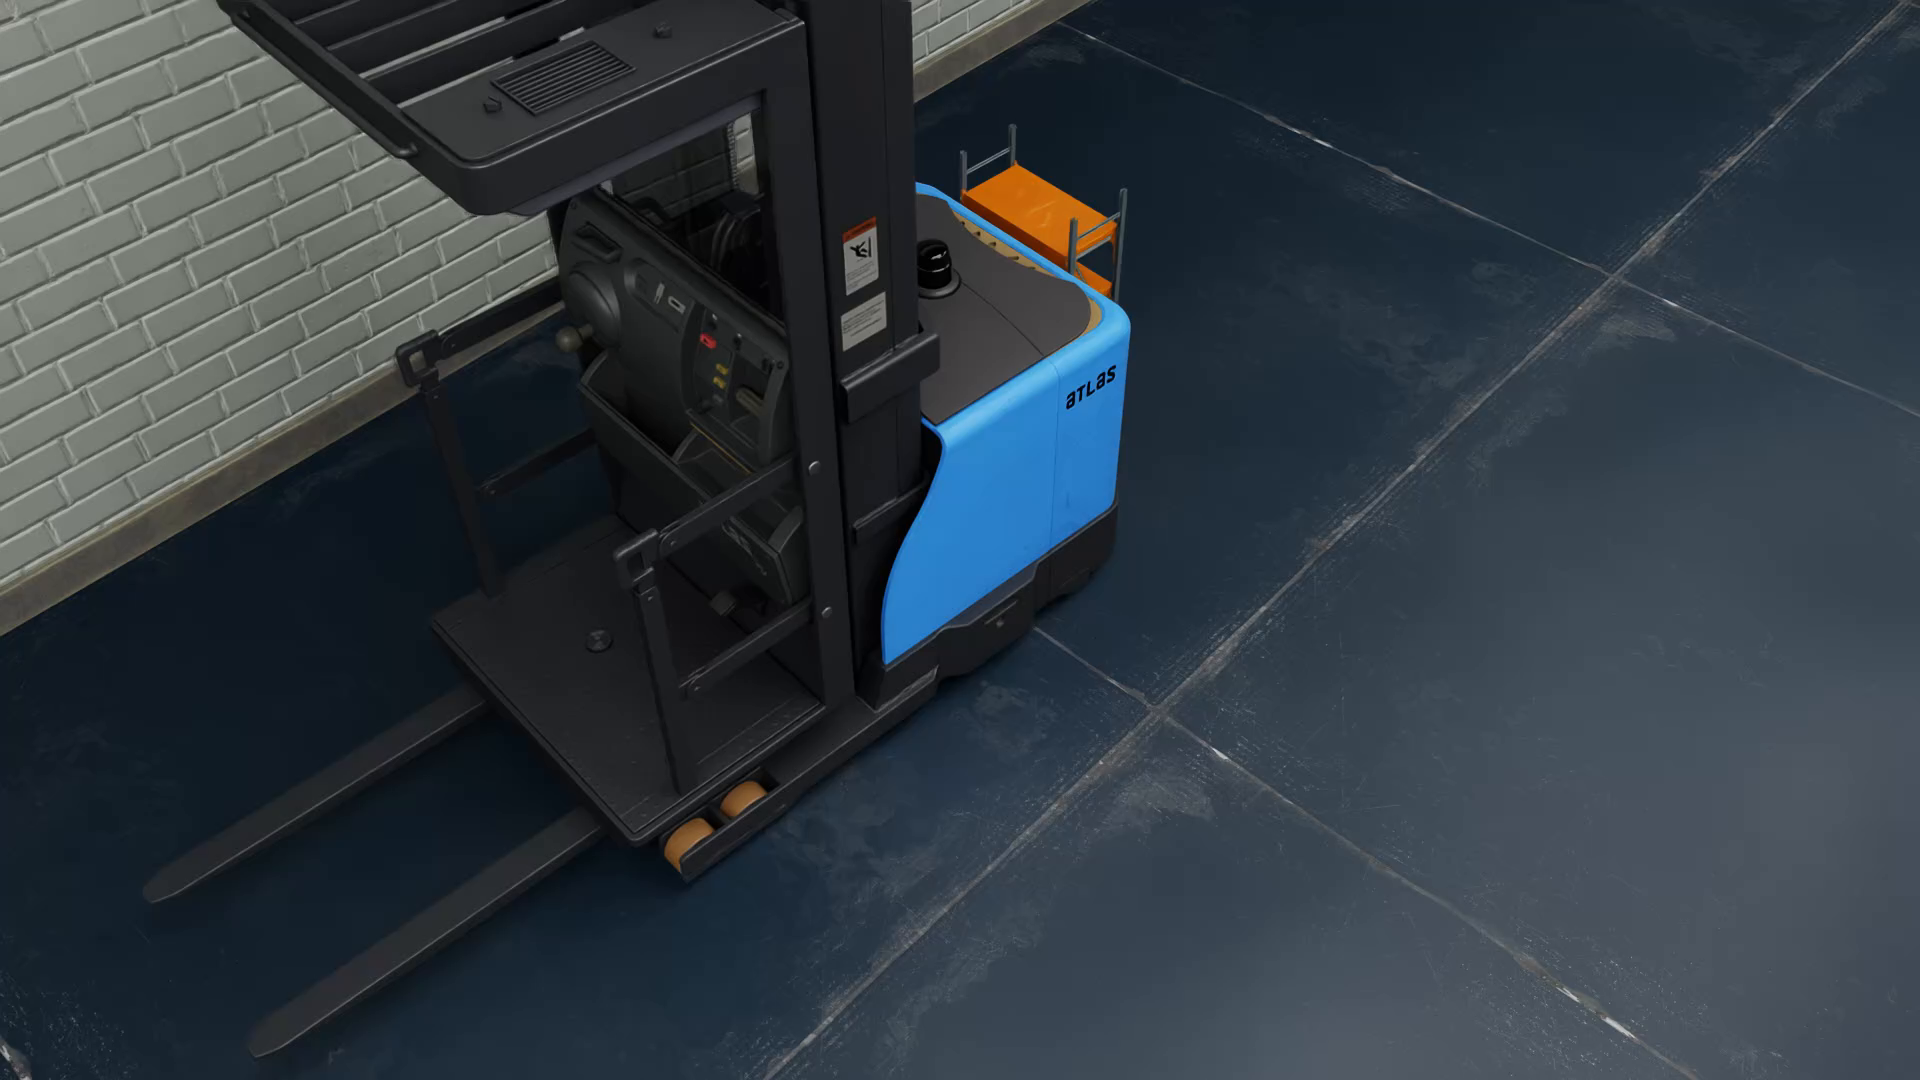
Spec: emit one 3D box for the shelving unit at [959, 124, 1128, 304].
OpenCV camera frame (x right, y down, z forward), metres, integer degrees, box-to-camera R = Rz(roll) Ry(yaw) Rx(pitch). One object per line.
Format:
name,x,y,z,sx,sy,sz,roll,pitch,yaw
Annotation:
shelving unit,0.256,-0.741,5.623,0.258,1.200,0.503,-34,56,-28

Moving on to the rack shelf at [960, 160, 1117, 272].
rack shelf,0.256,-1.010,5.336,0.258,0.148,0.480,-34,56,-28

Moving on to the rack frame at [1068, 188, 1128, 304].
rack frame,0.424,-0.612,5.501,0.240,1.200,0.015,-34,56,-28

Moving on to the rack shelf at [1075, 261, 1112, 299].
rack shelf,0.256,-0.848,5.509,0.258,0.148,0.480,-34,56,-28

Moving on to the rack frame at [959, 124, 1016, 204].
rack frame,0.089,-0.870,5.744,0.240,1.200,0.015,-34,56,-28

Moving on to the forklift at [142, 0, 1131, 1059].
forklift,-0.901,-0.465,4.176,3.031,2.935,1.130,-34,55,-28
